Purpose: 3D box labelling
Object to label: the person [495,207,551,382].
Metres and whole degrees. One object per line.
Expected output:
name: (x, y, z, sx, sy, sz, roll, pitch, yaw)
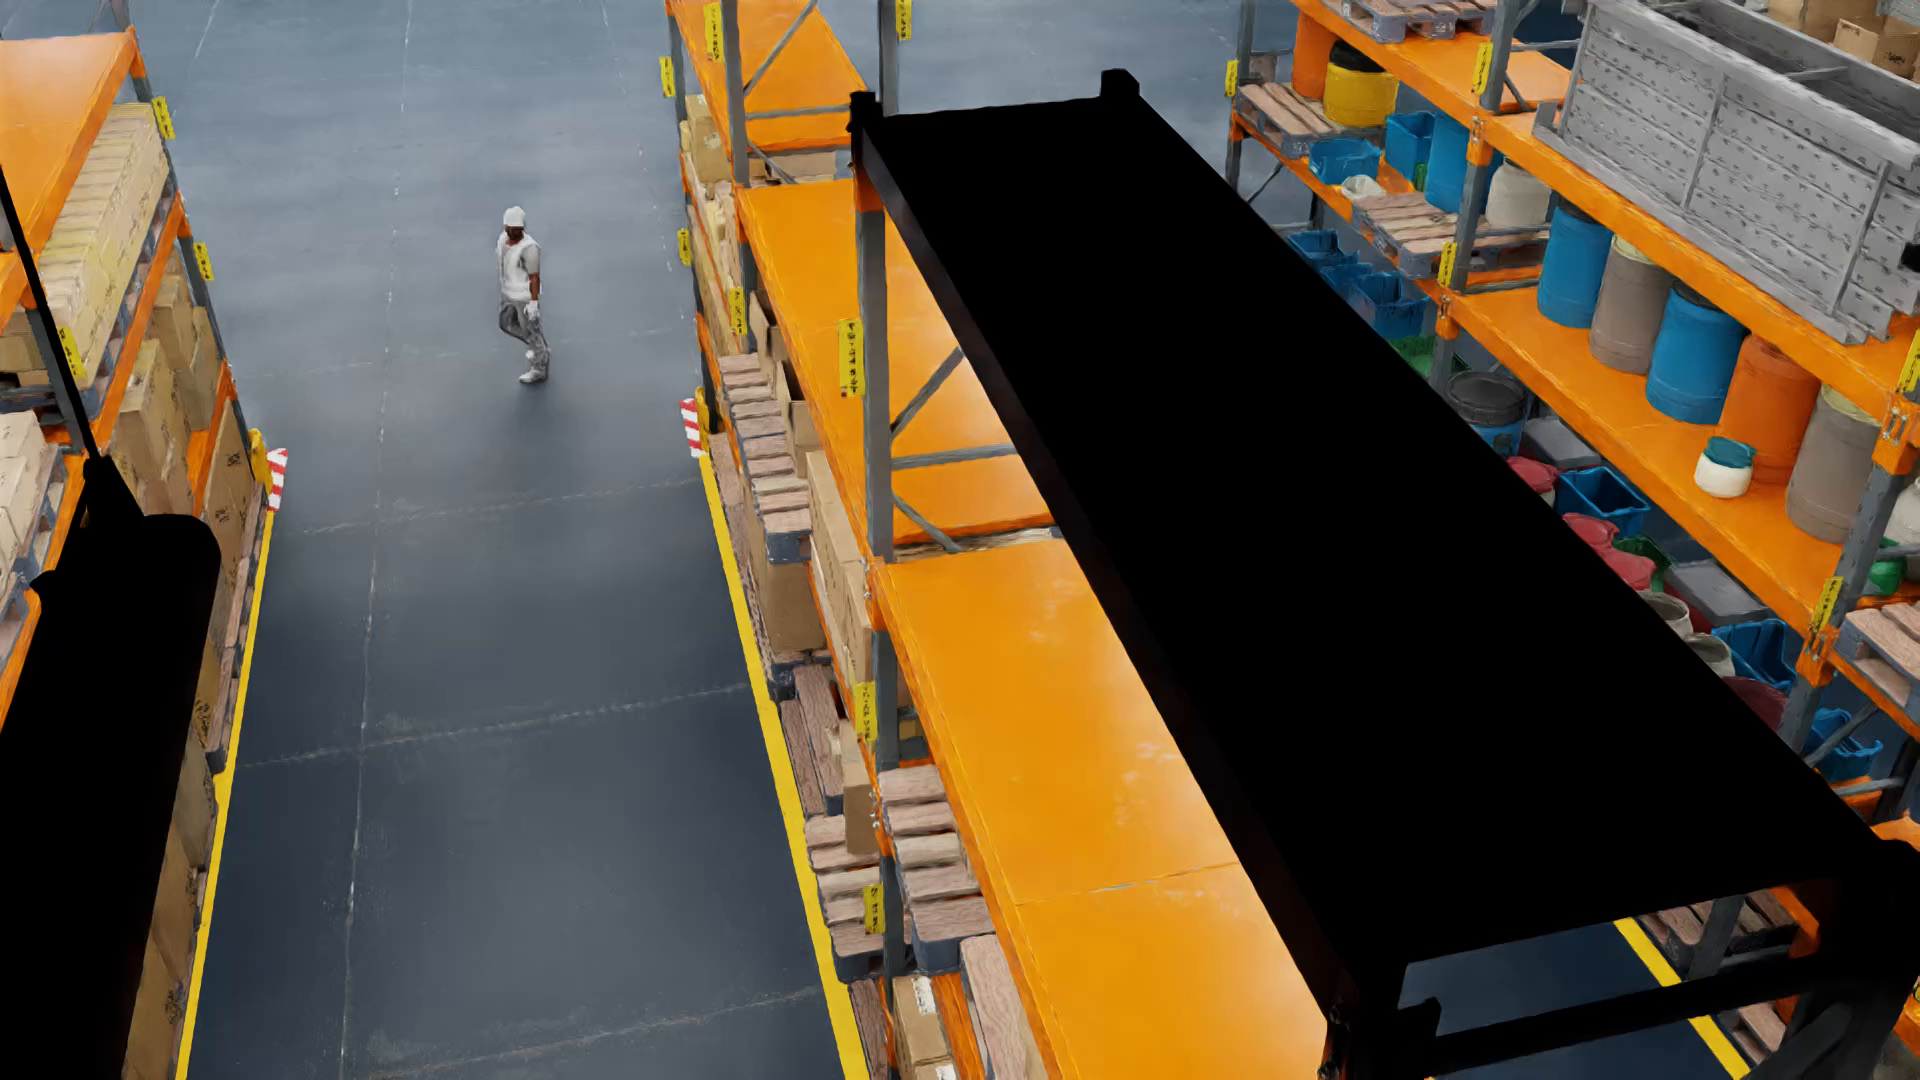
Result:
person: (-4.191, -2.377, 15.985, 0.446, 1.780, 0.600, -28, 43, -34)
